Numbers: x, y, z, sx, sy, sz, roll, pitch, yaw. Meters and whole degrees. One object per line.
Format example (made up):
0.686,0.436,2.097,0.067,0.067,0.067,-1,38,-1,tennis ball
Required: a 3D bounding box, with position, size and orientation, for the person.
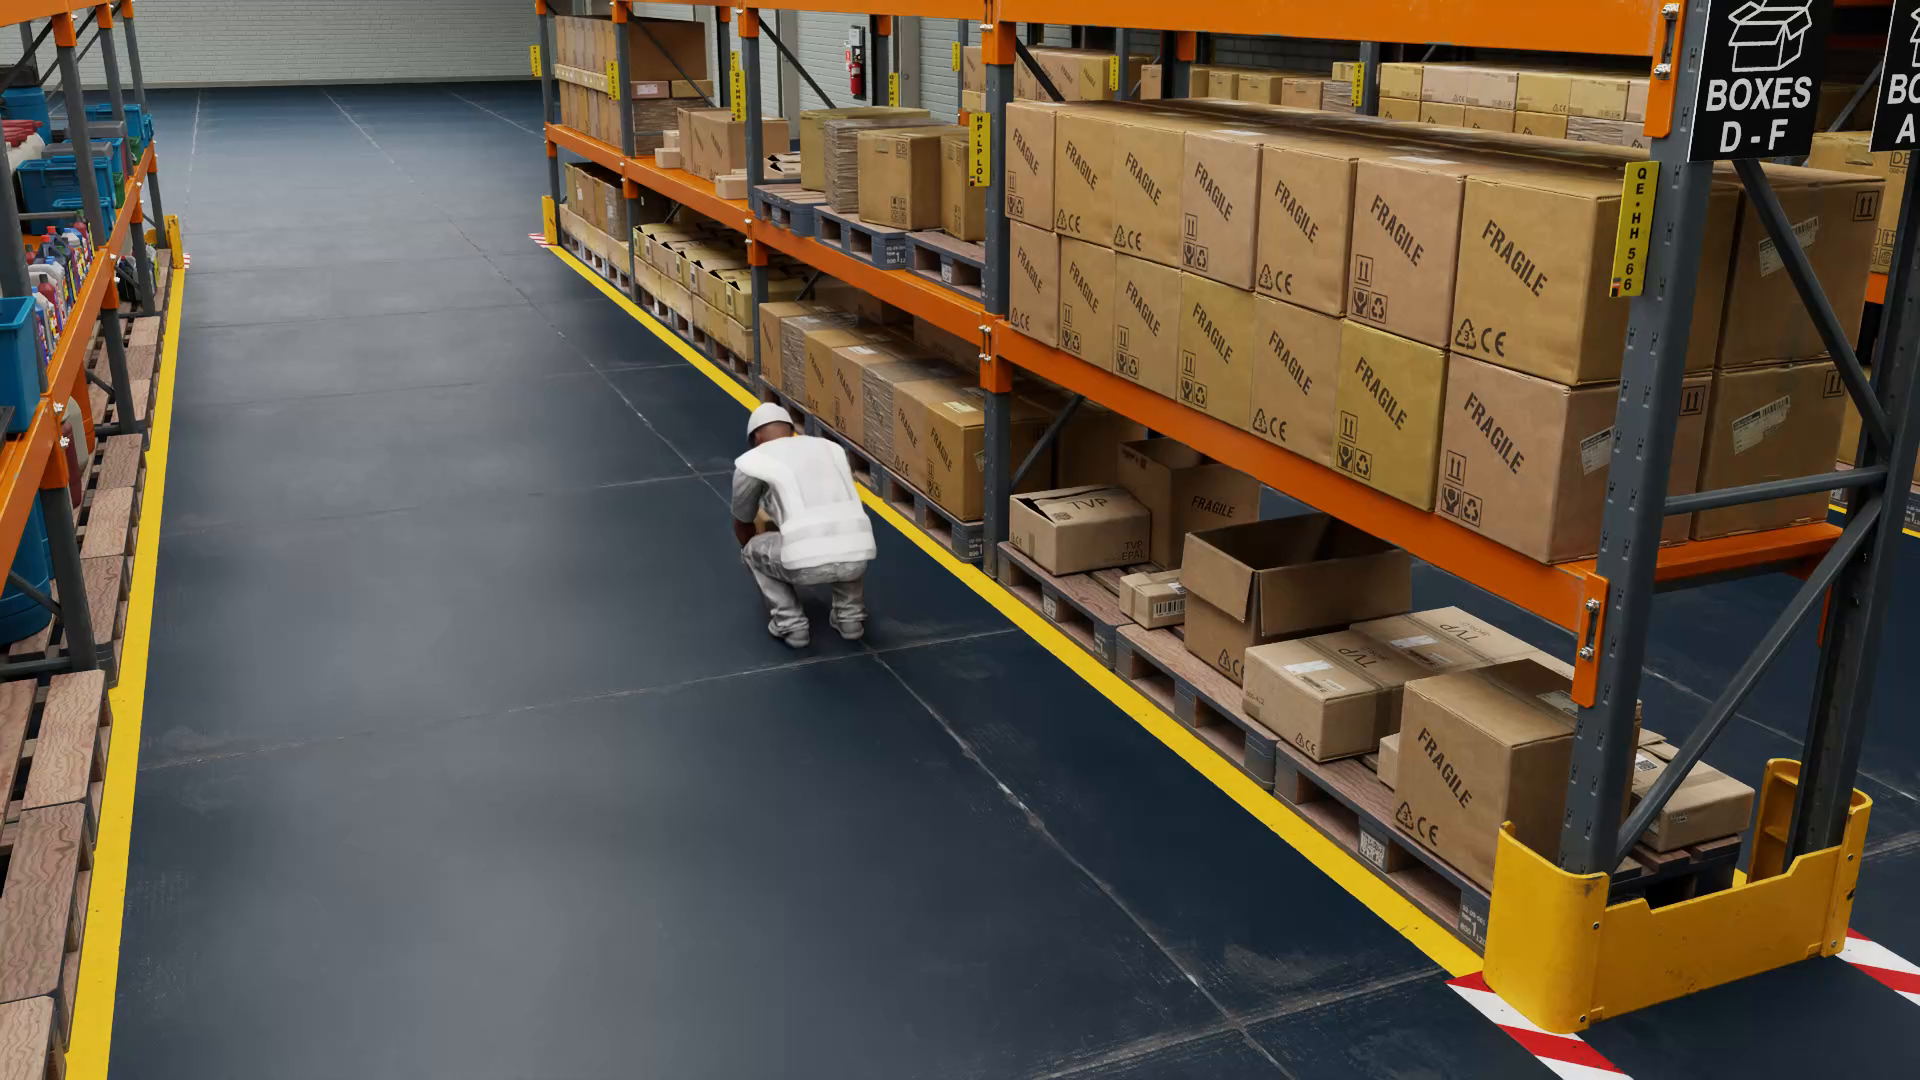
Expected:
-0.721,-0.076,7.506,0.576,0.991,0.903,-8,20,-22,person
